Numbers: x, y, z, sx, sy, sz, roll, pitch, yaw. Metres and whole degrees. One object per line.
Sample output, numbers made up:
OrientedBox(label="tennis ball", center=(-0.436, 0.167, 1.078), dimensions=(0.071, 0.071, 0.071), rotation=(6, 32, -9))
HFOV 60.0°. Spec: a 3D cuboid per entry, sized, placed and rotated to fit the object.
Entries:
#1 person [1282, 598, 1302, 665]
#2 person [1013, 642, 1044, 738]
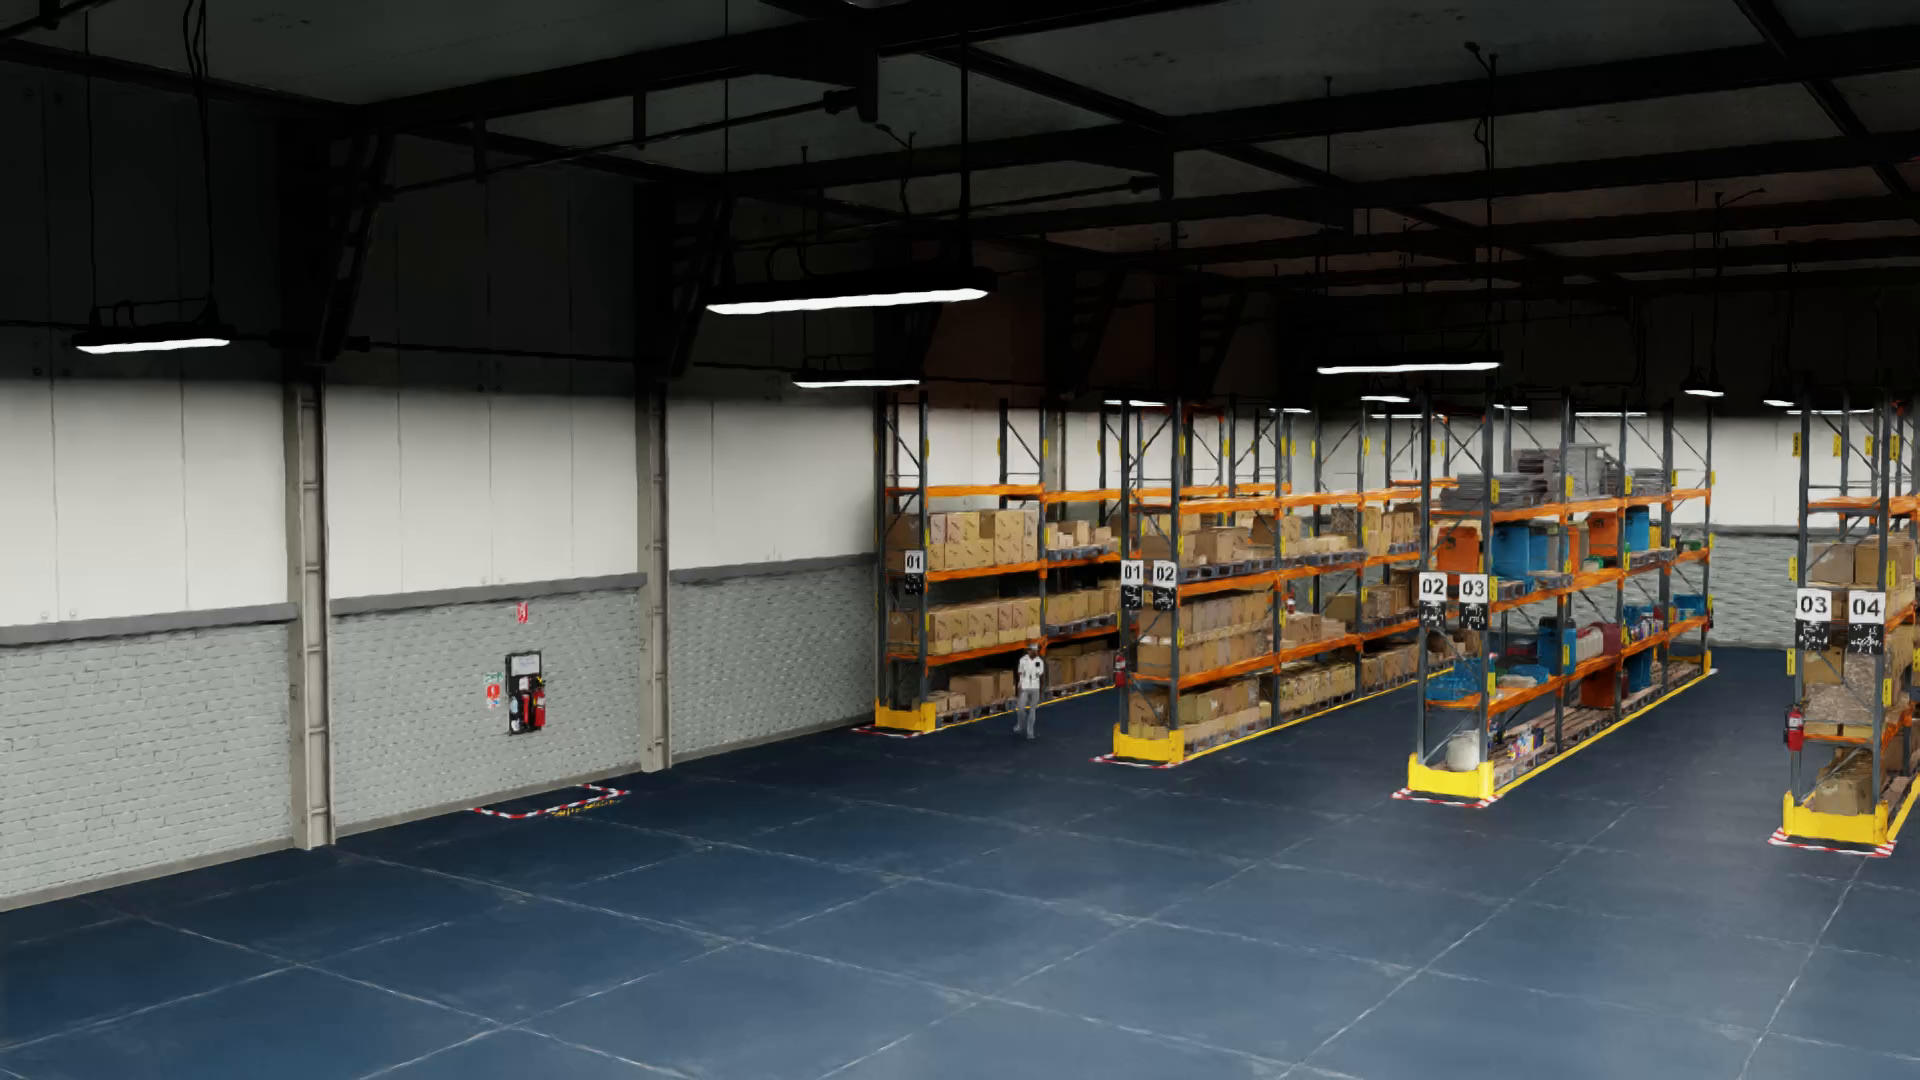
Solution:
OrientedBox(label="person", center=(7.222, 2.131, 36.204), dimensions=(0.677, 1.742, 0.552), rotation=(2, 4, 33))
OrientedBox(label="person", center=(1.183, 2.577, 28.770), dimensions=(0.518, 1.667, 0.526), rotation=(0, 3, -3))
